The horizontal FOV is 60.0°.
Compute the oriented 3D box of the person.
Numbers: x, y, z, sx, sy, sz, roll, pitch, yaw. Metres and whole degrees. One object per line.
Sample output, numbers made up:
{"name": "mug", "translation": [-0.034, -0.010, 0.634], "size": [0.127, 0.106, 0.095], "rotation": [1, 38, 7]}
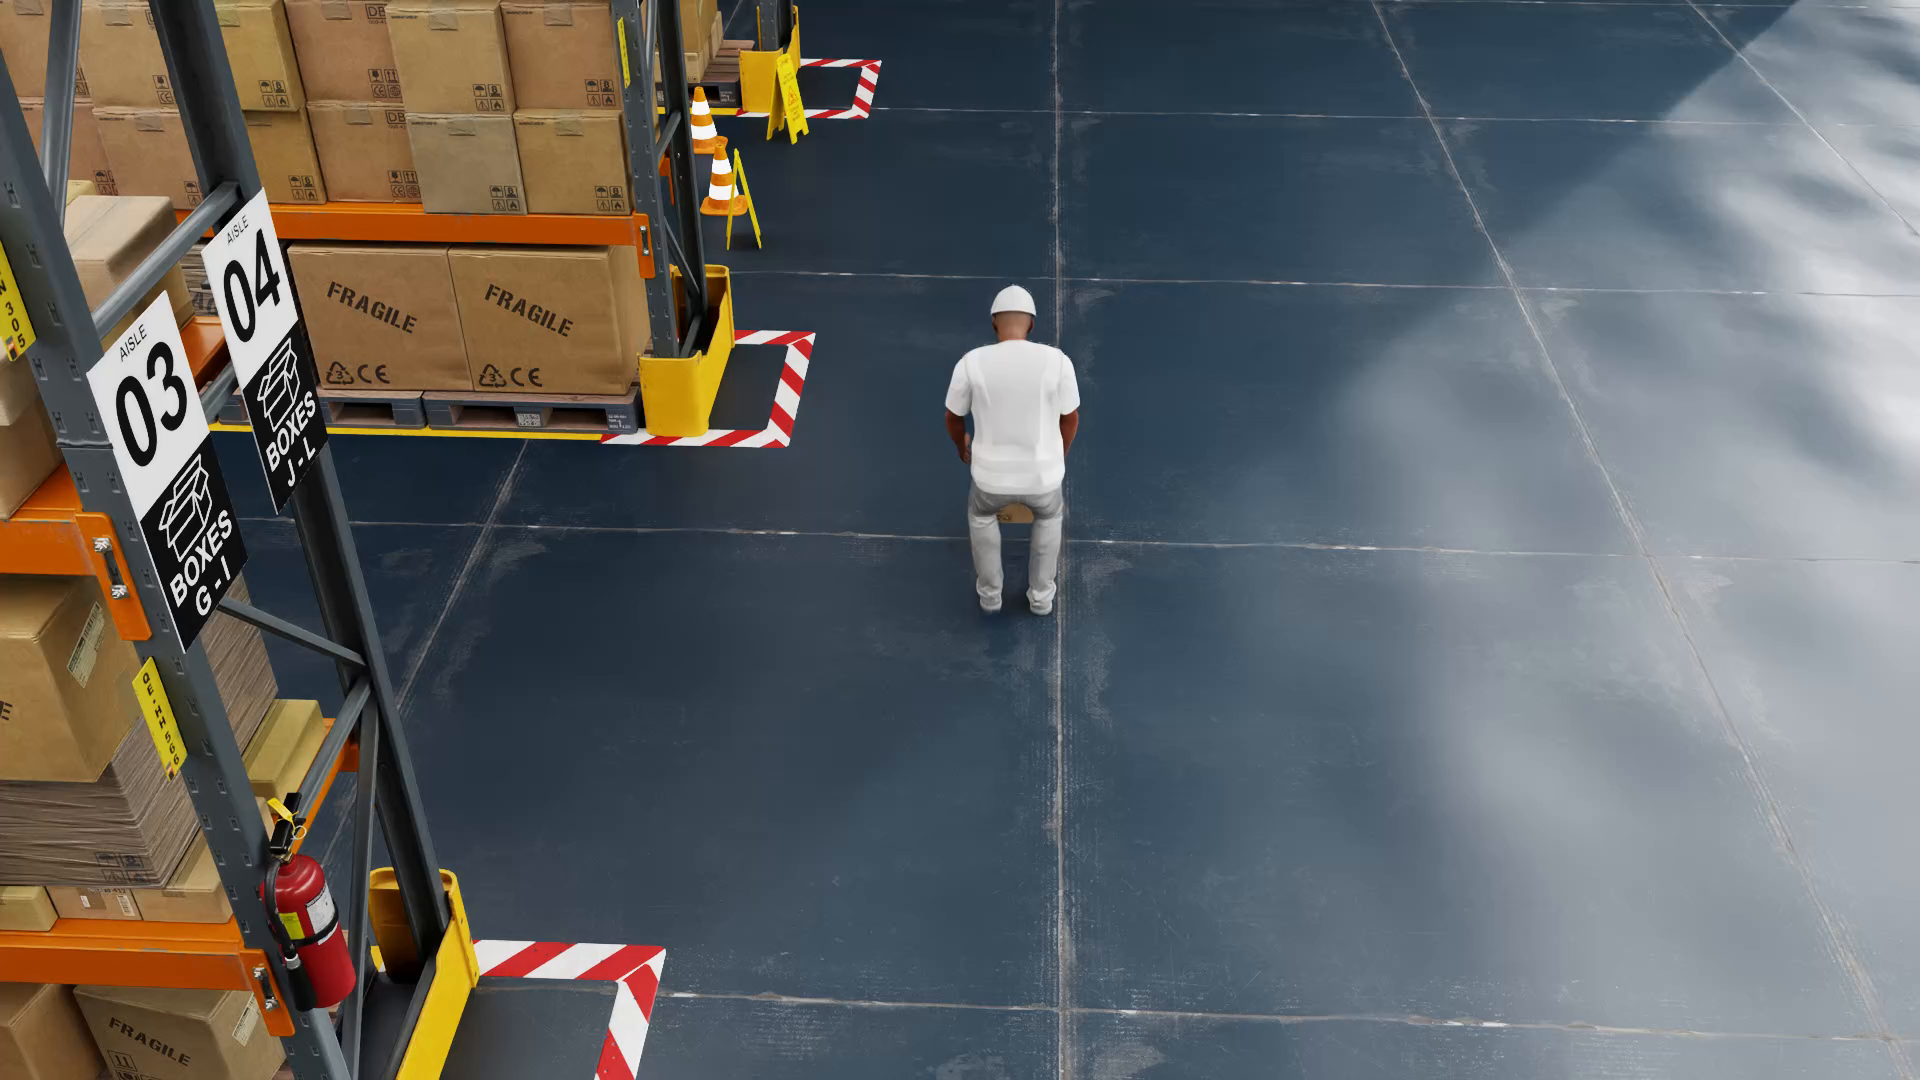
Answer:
{"name": "person", "translation": [0.238, -0.382, 7.786], "size": [0.620, 1.591, 0.622], "rotation": [2, 36, 3]}
